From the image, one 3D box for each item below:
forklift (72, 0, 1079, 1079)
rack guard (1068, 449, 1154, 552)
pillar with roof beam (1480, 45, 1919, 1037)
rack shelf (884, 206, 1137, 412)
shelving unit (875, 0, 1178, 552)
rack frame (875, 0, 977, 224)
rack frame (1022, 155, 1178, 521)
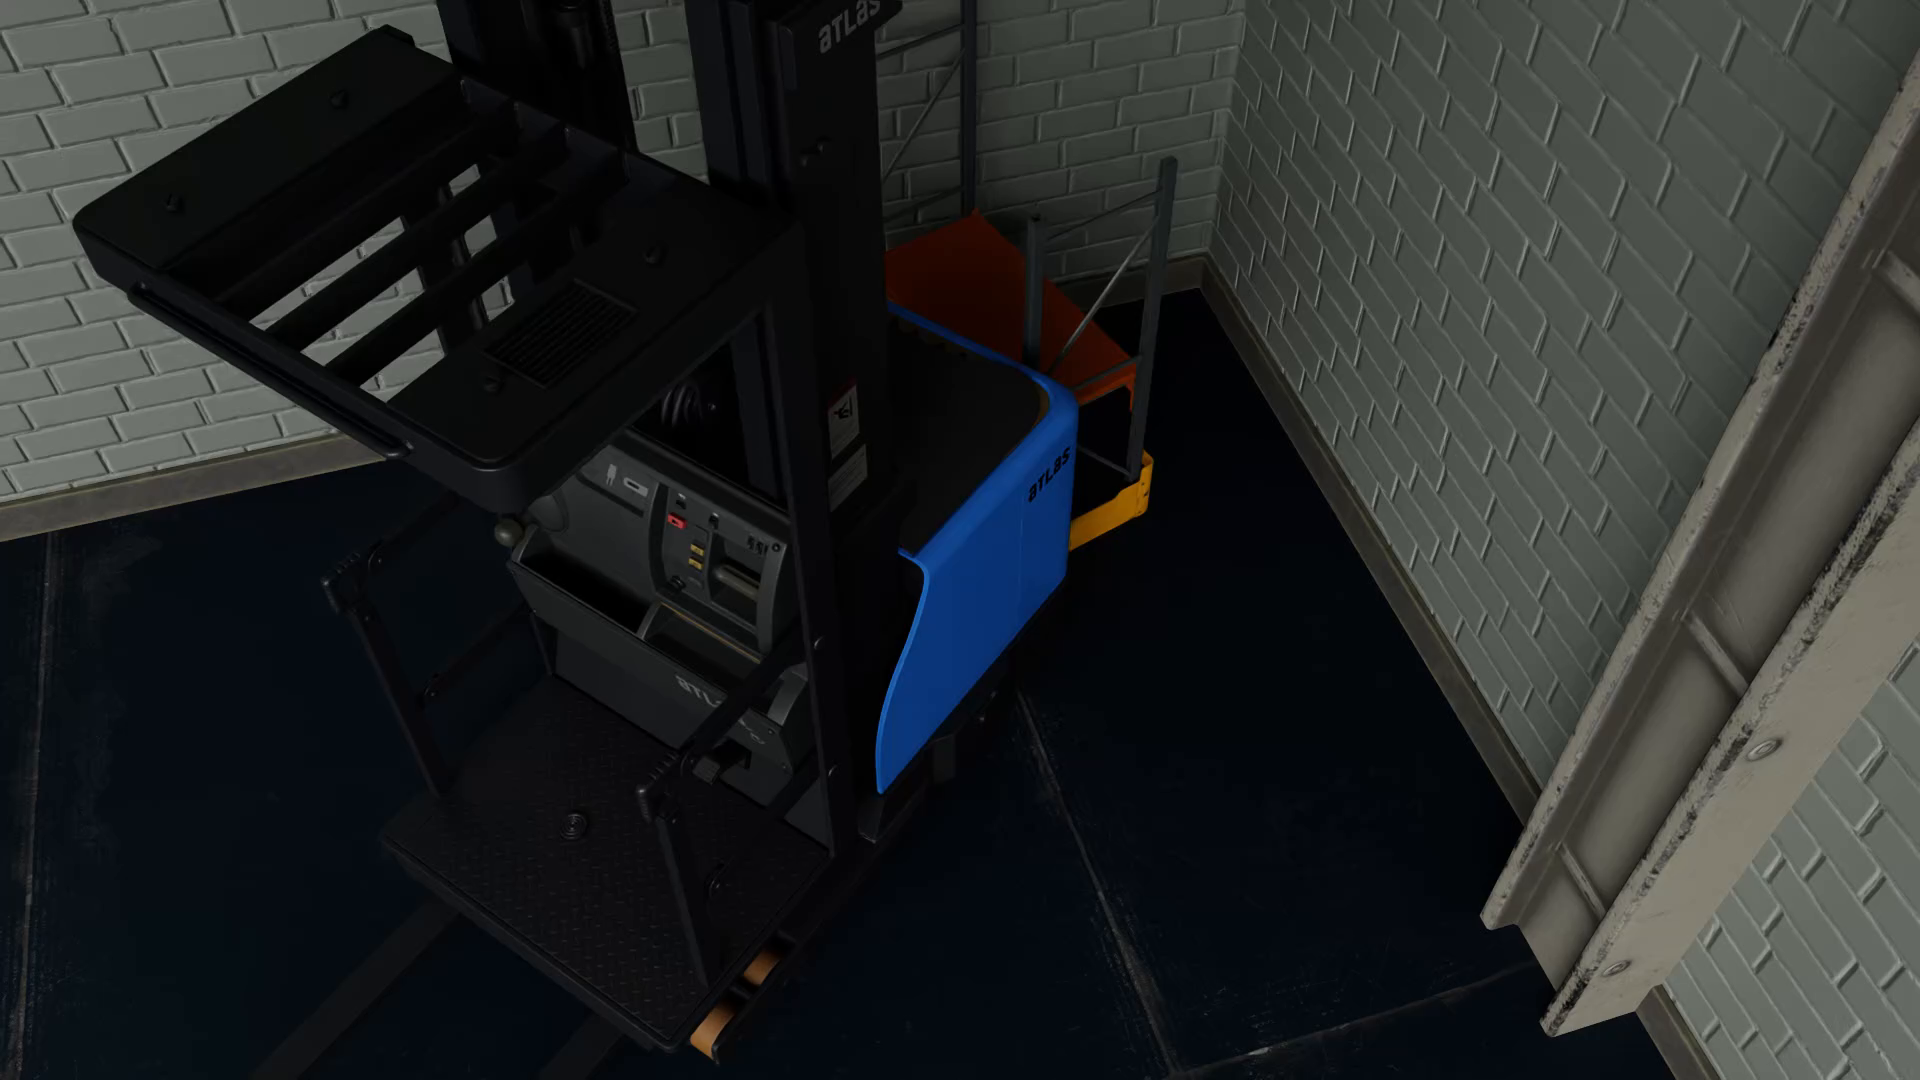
[{"bbox_3d":[-0.901,0.040,3.799,1.130,2.935,3.031,28,55,22],"label":"forklift"},{"bbox_3d":[0.399,-0.089,5.661,0.587,0.250,0.087,-27,55,-21],"label":"rack guard"},{"bbox_3d":[-2.399,-0.732,0.481,9.100,9.000,0.400,-13,51,-11],"label":"pillar with roof beam"},{"bbox_3d":[0.118,-0.698,5.593,0.538,0.185,1.000,-27,55,-21],"label":"rack shelf"},{"bbox_3d":[0.123,-0.808,5.451,0.587,1.500,1.083,-27,55,-21],"label":"shelving unit"},{"bbox_3d":[-0.163,-1.138,5.728,0.500,1.500,0.032,-27,55,-21],"label":"rack frame"},{"bbox_3d":[0.400,-0.491,5.183,0.500,1.500,0.032,-27,55,-21],"label":"rack frame"}]
